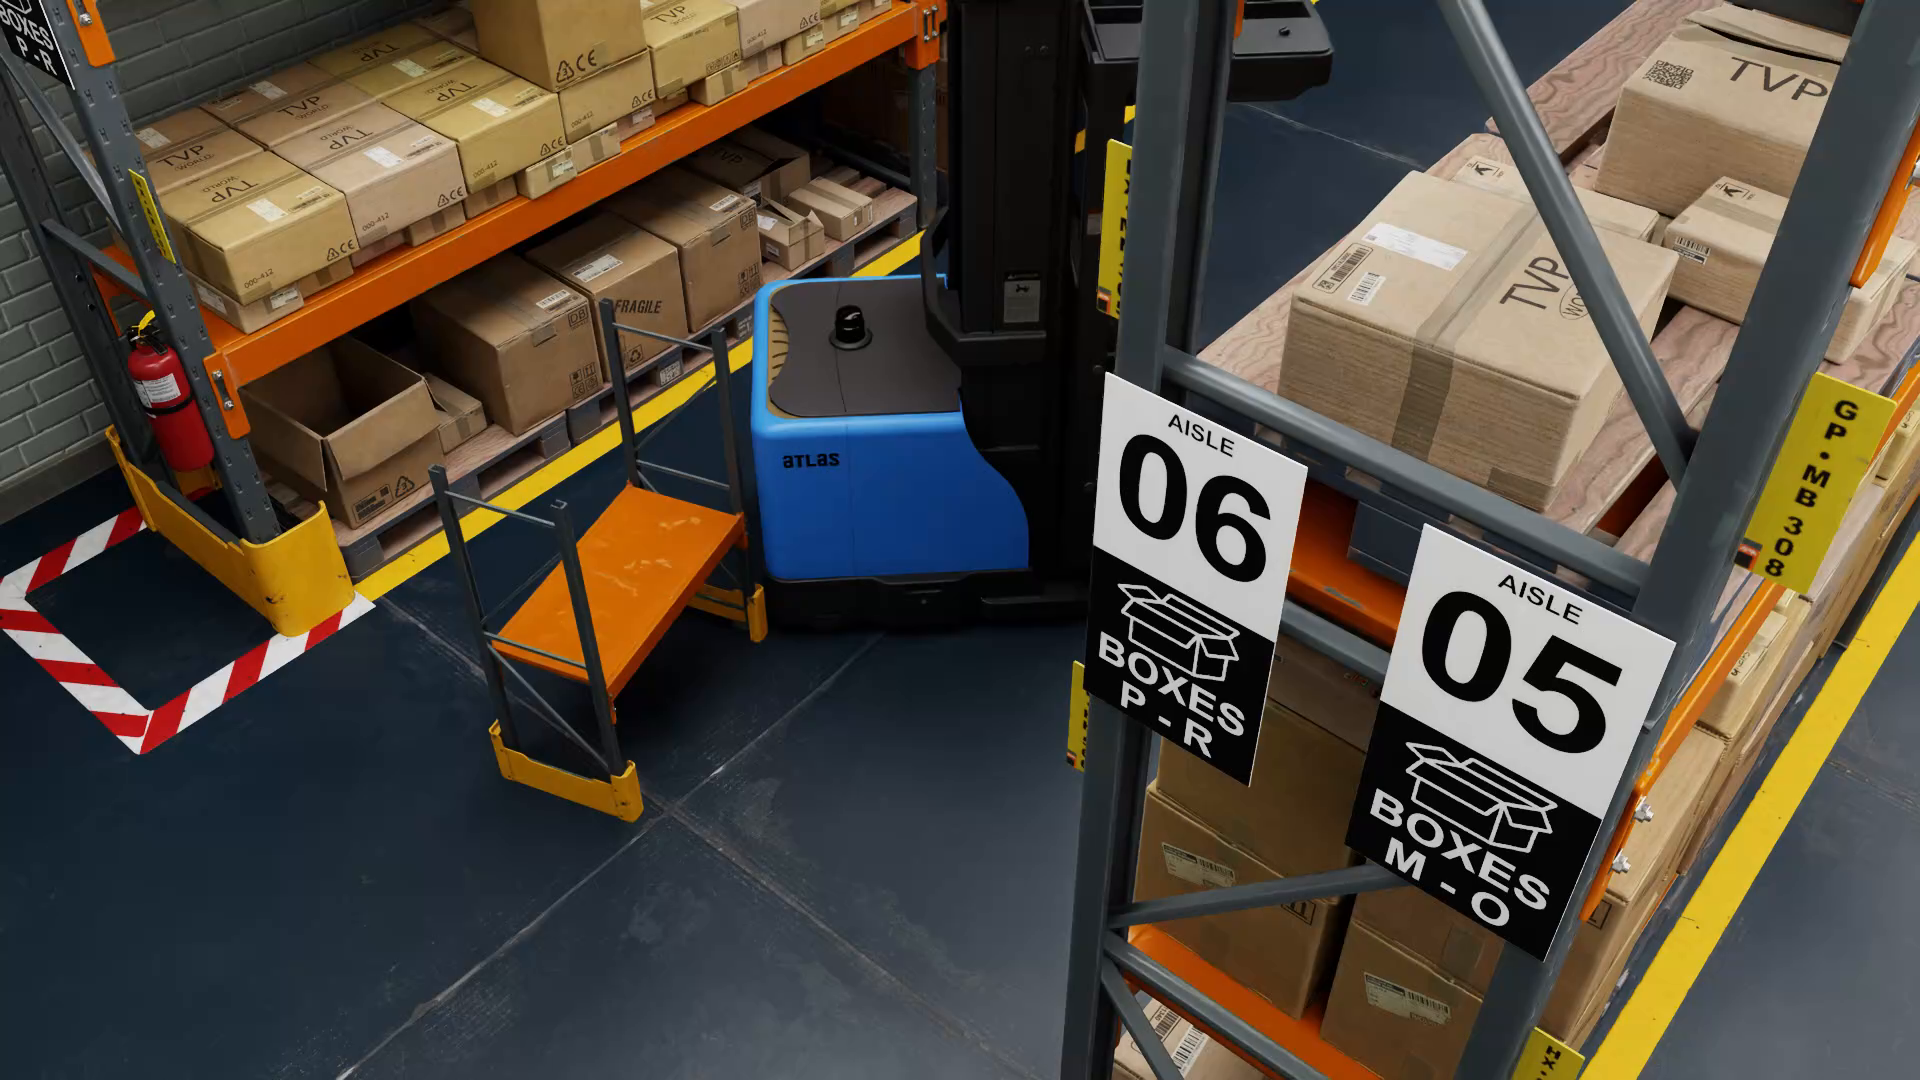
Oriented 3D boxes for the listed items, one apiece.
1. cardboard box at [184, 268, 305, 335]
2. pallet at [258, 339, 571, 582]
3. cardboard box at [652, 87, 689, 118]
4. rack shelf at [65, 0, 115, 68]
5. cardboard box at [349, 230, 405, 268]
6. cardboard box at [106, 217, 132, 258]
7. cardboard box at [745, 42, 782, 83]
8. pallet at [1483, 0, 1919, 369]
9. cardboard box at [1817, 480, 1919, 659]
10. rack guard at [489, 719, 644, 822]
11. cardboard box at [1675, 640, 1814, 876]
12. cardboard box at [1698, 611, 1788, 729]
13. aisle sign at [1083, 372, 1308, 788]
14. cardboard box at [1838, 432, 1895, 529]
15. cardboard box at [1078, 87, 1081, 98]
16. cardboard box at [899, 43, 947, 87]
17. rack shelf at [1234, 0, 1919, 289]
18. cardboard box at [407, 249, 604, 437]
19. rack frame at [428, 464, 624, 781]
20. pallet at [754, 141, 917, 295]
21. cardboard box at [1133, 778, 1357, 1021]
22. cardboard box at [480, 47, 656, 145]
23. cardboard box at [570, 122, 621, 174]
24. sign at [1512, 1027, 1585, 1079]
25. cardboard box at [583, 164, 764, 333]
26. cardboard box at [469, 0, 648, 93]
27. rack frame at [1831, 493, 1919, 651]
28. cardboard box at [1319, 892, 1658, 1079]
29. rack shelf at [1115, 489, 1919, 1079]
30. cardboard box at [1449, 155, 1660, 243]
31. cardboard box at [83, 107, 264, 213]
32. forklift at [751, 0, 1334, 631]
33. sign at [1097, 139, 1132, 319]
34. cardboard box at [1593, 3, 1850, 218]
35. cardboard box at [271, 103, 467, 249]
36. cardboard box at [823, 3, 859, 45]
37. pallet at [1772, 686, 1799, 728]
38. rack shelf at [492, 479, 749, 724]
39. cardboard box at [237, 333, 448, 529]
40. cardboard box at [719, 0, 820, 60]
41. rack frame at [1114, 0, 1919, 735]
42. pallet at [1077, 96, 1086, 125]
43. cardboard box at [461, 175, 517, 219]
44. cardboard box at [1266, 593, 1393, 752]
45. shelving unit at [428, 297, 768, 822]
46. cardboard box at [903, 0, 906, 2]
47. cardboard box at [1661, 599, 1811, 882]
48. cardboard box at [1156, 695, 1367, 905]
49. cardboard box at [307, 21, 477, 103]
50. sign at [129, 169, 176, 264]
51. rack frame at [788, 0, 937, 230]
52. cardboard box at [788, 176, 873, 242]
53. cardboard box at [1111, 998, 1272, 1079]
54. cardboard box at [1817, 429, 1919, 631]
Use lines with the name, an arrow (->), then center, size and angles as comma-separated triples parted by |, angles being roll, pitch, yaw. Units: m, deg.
cardboard box -> -2.698, -0.953, 6.255 | 0.380, 0.149, 0.250 | 29, 50, 28
pallet -> -2.558, -0.414, 7.549 | 1.003, 0.211, 1.213 | 29, 50, 28
cardboard box -> -1.441, -2.050, 7.461 | 0.380, 0.149, 0.250 | 30, 50, 29
rack shelf -> -1.833, -2.869, 6.481 | 1.077, 0.370, 4.000 | 29, 50, 28
cardboard box -> -2.427, -1.255, 6.587 | 0.380, 0.149, 0.250 | 29, 50, 28
cardboard box -> -3.112, -1.190, 6.515 | 0.380, 0.149, 0.250 | 29, 50, 28
cardboard box -> -1.047, -2.278, 7.712 | 0.380, 0.149, 0.250 | 31, 51, 29
pallet -> 1.936, -0.943, 3.894 | 1.003, 0.211, 1.213 | 29, 50, 28
cardboard box -> 2.514, -0.063, 5.016 | 0.500, 0.500, 0.500 | 29, 50, 28
rack guard -> -1.451, 0.847, 6.133 | 0.587, 0.250, 0.087 | 16, 45, 16
cardboard box -> 1.856, 0.465, 4.435 | 0.500, 0.500, 0.500 | 29, 50, 28
cardboard box -> 1.492, 0.192, 3.510 | 0.380, 0.149, 0.250 | 31, 51, 30
aisle sign -> 0.398, 0.092, 2.986 | 0.394, 0.787, 0.004 | 29, 50, 28
cardboard box -> 1.968, -0.220, 3.963 | 0.380, 0.149, 0.250 | 30, 50, 29
cardboard box -> 0.598, -2.971, 9.834 | 0.500, 0.500, 0.500 | 28, 49, 27
cardboard box -> -0.111, -2.595, 8.938 | 0.380, 0.149, 0.250 | 32, 51, 30
rack shelf -> 1.969, -1.684, 3.245 | 1.077, 0.370, 4.000 | 29, 50, 28
cardboard box -> -2.074, -0.923, 7.582 | 0.700, 0.500, 0.500 | 32, 51, 30
rack frame -> -1.451, 0.385, 5.711 | 0.500, 1.500, 0.032 | 16, 45, 16
pallet -> -0.988, -1.670, 8.930 | 1.003, 0.211, 1.213 | 29, 50, 28
cardboard box -> 0.790, 0.751, 4.120 | 0.500, 0.500, 0.500 | 30, 50, 29
cardboard box -> -1.661, -1.962, 7.068 | 0.500, 0.250, 0.500 | 28, 49, 27
cardboard box -> -1.677, -1.740, 7.120 | 0.380, 0.149, 0.250 | 31, 50, 29
sign -> 1.103, 1.045, 3.169 | 0.100, 0.325, 0.005 | 29, 50, 28
cardboard box -> -1.405, -1.458, 8.170 | 0.700, 0.500, 0.500 | 28, 49, 27
cardboard box -> -1.656, -2.217, 6.792 | 0.500, 0.500, 0.500 | 31, 51, 29
rack frame -> 3.256, -0.908, 6.019 | 1.000, 3.000, 0.127 | 29, 50, 28
cardboard box -> 1.211, 0.992, 3.856 | 0.500, 0.500, 0.500 | 29, 50, 28
rack shelf -> 1.969, 0.388, 5.129 | 1.077, 0.370, 4.000 | 29, 50, 28
cardboard box -> 1.111, -0.579, 3.228 | 0.380, 0.149, 0.250 | 26, 48, 26
cardboard box -> -3.027, -1.402, 6.453 | 0.500, 0.250, 0.500 | 31, 51, 30
forklift -> 0.688, -1.108, 6.289 | 3.031, 2.935, 1.130 | -3, 42, -3
sign -> 0.276, -0.499, 2.740 | 0.100, 0.325, 0.005 | 29, 50, 28
cardboard box -> 1.684, -0.867, 3.424 | 0.500, 0.311, 0.500 | 30, 50, 29
cardboard box -> -2.297, -1.427, 6.480 | 0.500, 0.250, 0.500 | 30, 50, 29
cardboard box -> -0.708, -2.545, 8.007 | 0.380, 0.149, 0.250 | 31, 51, 29
pallet -> 2.707, 0.481, 6.564 | 1.003, 0.211, 1.213 | 29, 50, 28
rack shelf -> -1.256, 0.202, 6.180 | 0.538, 0.185, 1.000 | 16, 45, 16
cardboard box -> -2.653, -0.501, 7.115 | 0.797, 0.503, 0.637 | 28, 49, 27
cardboard box -> -0.998, -2.478, 7.636 | 0.500, 0.250, 0.500 | 30, 50, 29
rack frame -> 0.682, -1.068, 1.736 | 1.000, 3.000, 0.127 | 29, 50, 28
pallet -> 0.734, -3.090, 10.491 | 1.003, 0.211, 1.213 | 29, 50, 28
cardboard box -> -2.051, -1.497, 6.854 | 0.380, 0.149, 0.250 | 30, 50, 29
cardboard box -> 0.760, 0.233, 3.464 | 0.380, 0.149, 0.250 | 30, 50, 29
shelving unit -> -1.260, 0.075, 6.053 | 0.587, 1.500, 1.083 | 16, 45, 16
cardboard box -> -0.364, -2.978, 9.359 | 0.380, 0.149, 0.250 | 30, 50, 28
cardboard box -> 1.536, 0.352, 3.816 | 0.500, 0.500, 0.500 | 28, 49, 27
cardboard box -> 0.810, 0.393, 3.770 | 0.500, 0.500, 0.500 | 31, 51, 30
cardboard box -> -2.372, -1.920, 7.022 | 0.500, 0.250, 0.500 | 31, 51, 30
sign -> -2.704, -1.081, 5.566 | 0.100, 0.325, 0.005 | 29, 50, 28
rack frame -> -0.545, -3.055, 8.381 | 1.000, 3.000, 0.127 | 29, 50, 28
cardboard box -> -0.679, -1.742, 8.743 | 0.380, 0.149, 0.250 | 28, 49, 27
cardboard box -> 1.030, 1.561, 4.896 | 0.875, 0.438, 0.875 | 28, 49, 27
cardboard box -> 2.182, -0.174, 4.394 | 0.500, 0.500, 0.500 | 30, 50, 29
